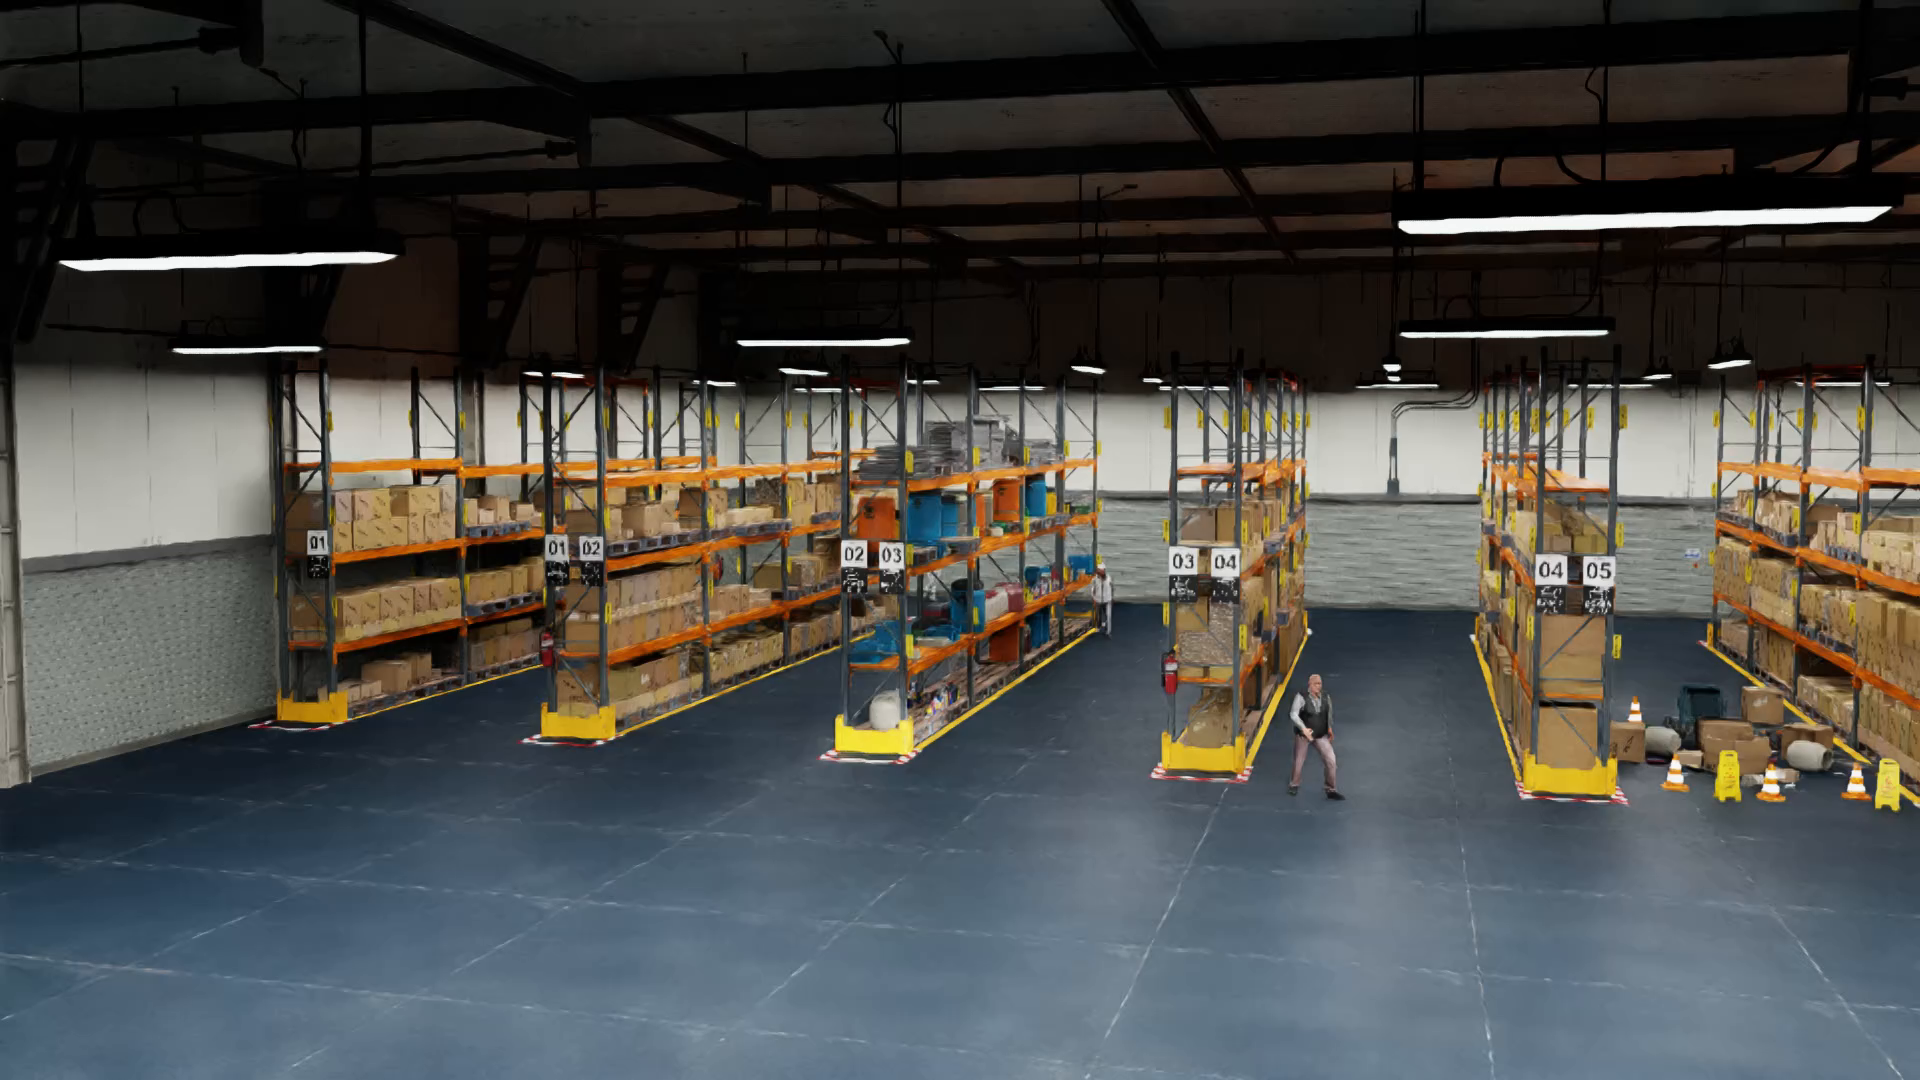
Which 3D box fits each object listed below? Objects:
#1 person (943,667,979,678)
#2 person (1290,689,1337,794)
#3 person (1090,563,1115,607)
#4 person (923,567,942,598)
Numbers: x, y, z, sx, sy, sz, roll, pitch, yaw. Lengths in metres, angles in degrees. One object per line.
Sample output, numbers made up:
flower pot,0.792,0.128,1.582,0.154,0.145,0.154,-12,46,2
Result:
person,0.057,2.011,31.987,0.575,1.399,0.666,-2,5,-25
person,4.682,2.652,22.078,0.526,1.382,0.694,0,4,-5
person,3.293,1.031,38.464,0.564,1.014,0.537,0,4,6
person,-0.737,0.890,45.955,0.610,1.484,0.430,-4,6,-43
